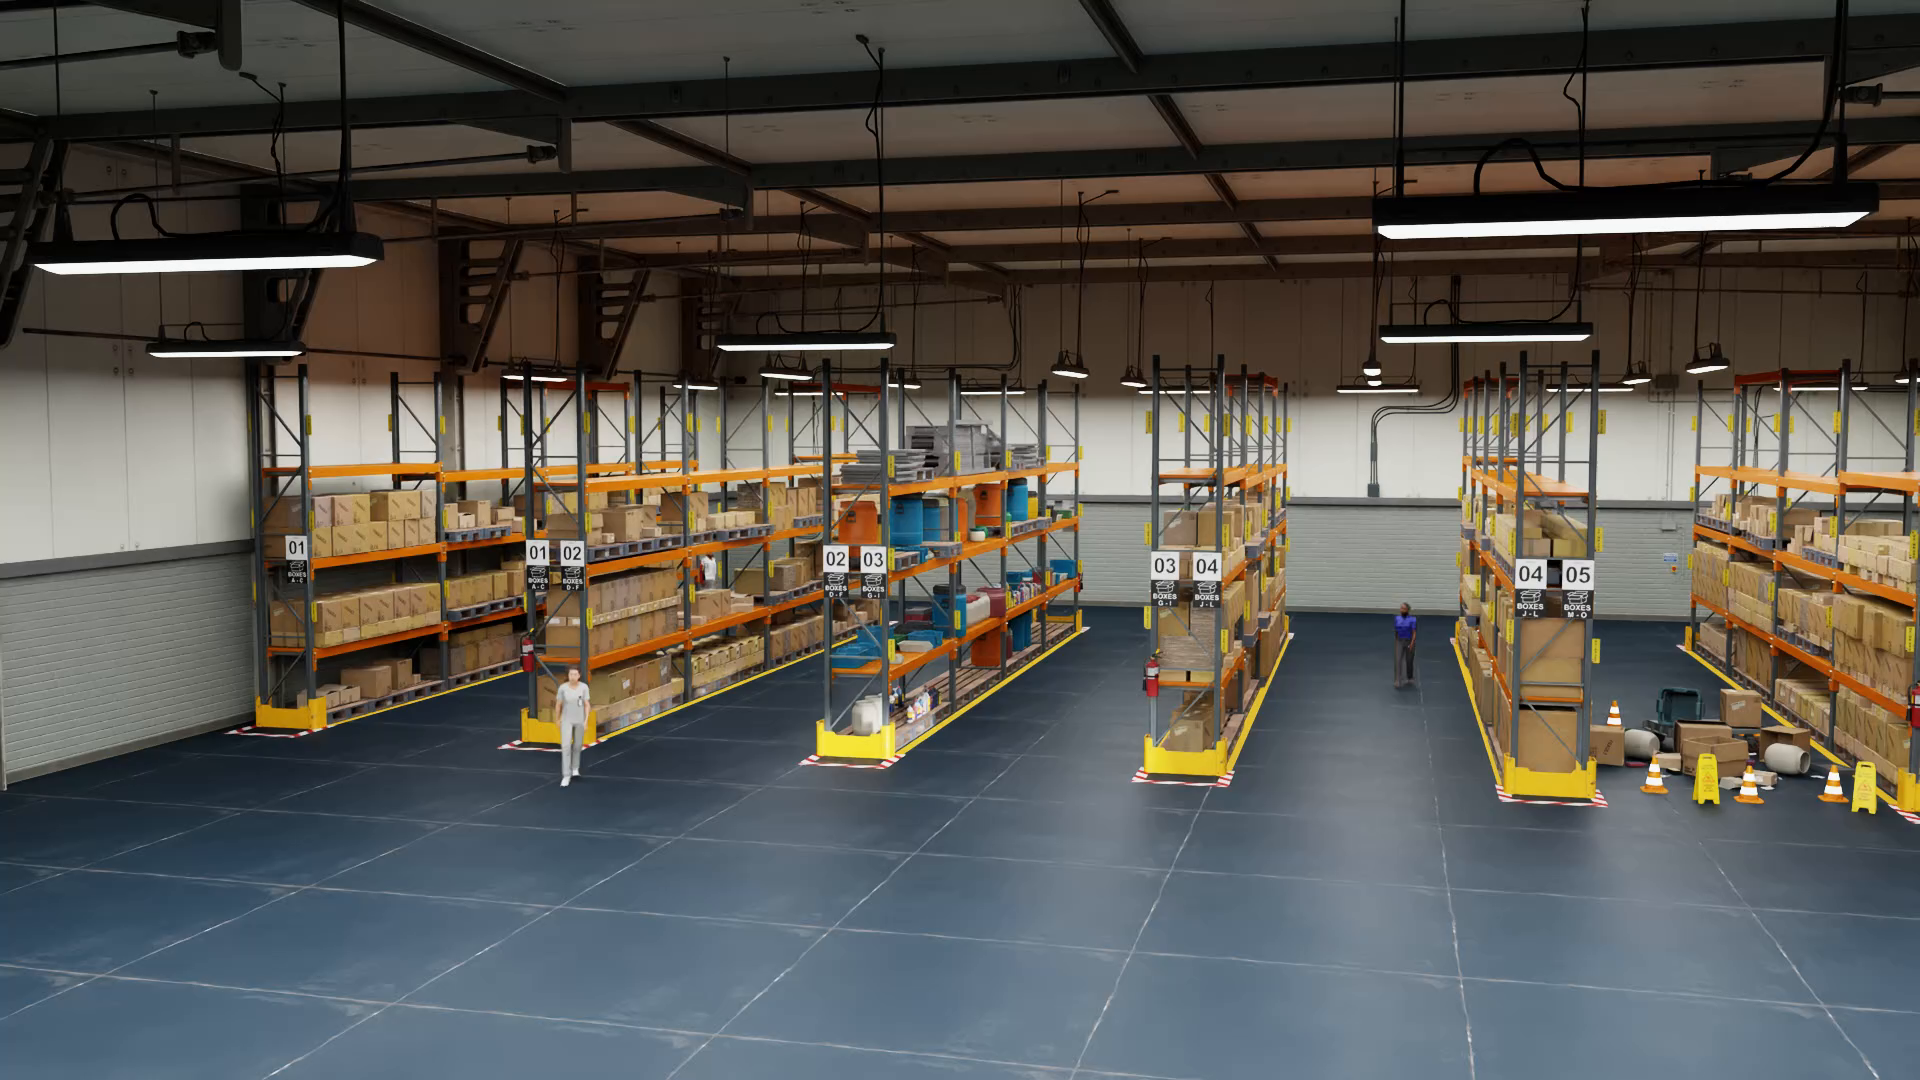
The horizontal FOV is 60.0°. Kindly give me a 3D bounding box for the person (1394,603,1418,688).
[{"bbox_3d":[8.516,2.002,31.761,0.427,1.576,1.018,2,4,21],"label":"person"}]

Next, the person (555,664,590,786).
[{"bbox_3d":[-5.427,2.556,23.316,0.484,1.620,0.929,-2,4,-23],"label":"person"}]

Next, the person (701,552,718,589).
[{"bbox_3d":[-6.733,1.055,44.392,0.741,1.752,0.551,1,4,14],"label":"person"}]
